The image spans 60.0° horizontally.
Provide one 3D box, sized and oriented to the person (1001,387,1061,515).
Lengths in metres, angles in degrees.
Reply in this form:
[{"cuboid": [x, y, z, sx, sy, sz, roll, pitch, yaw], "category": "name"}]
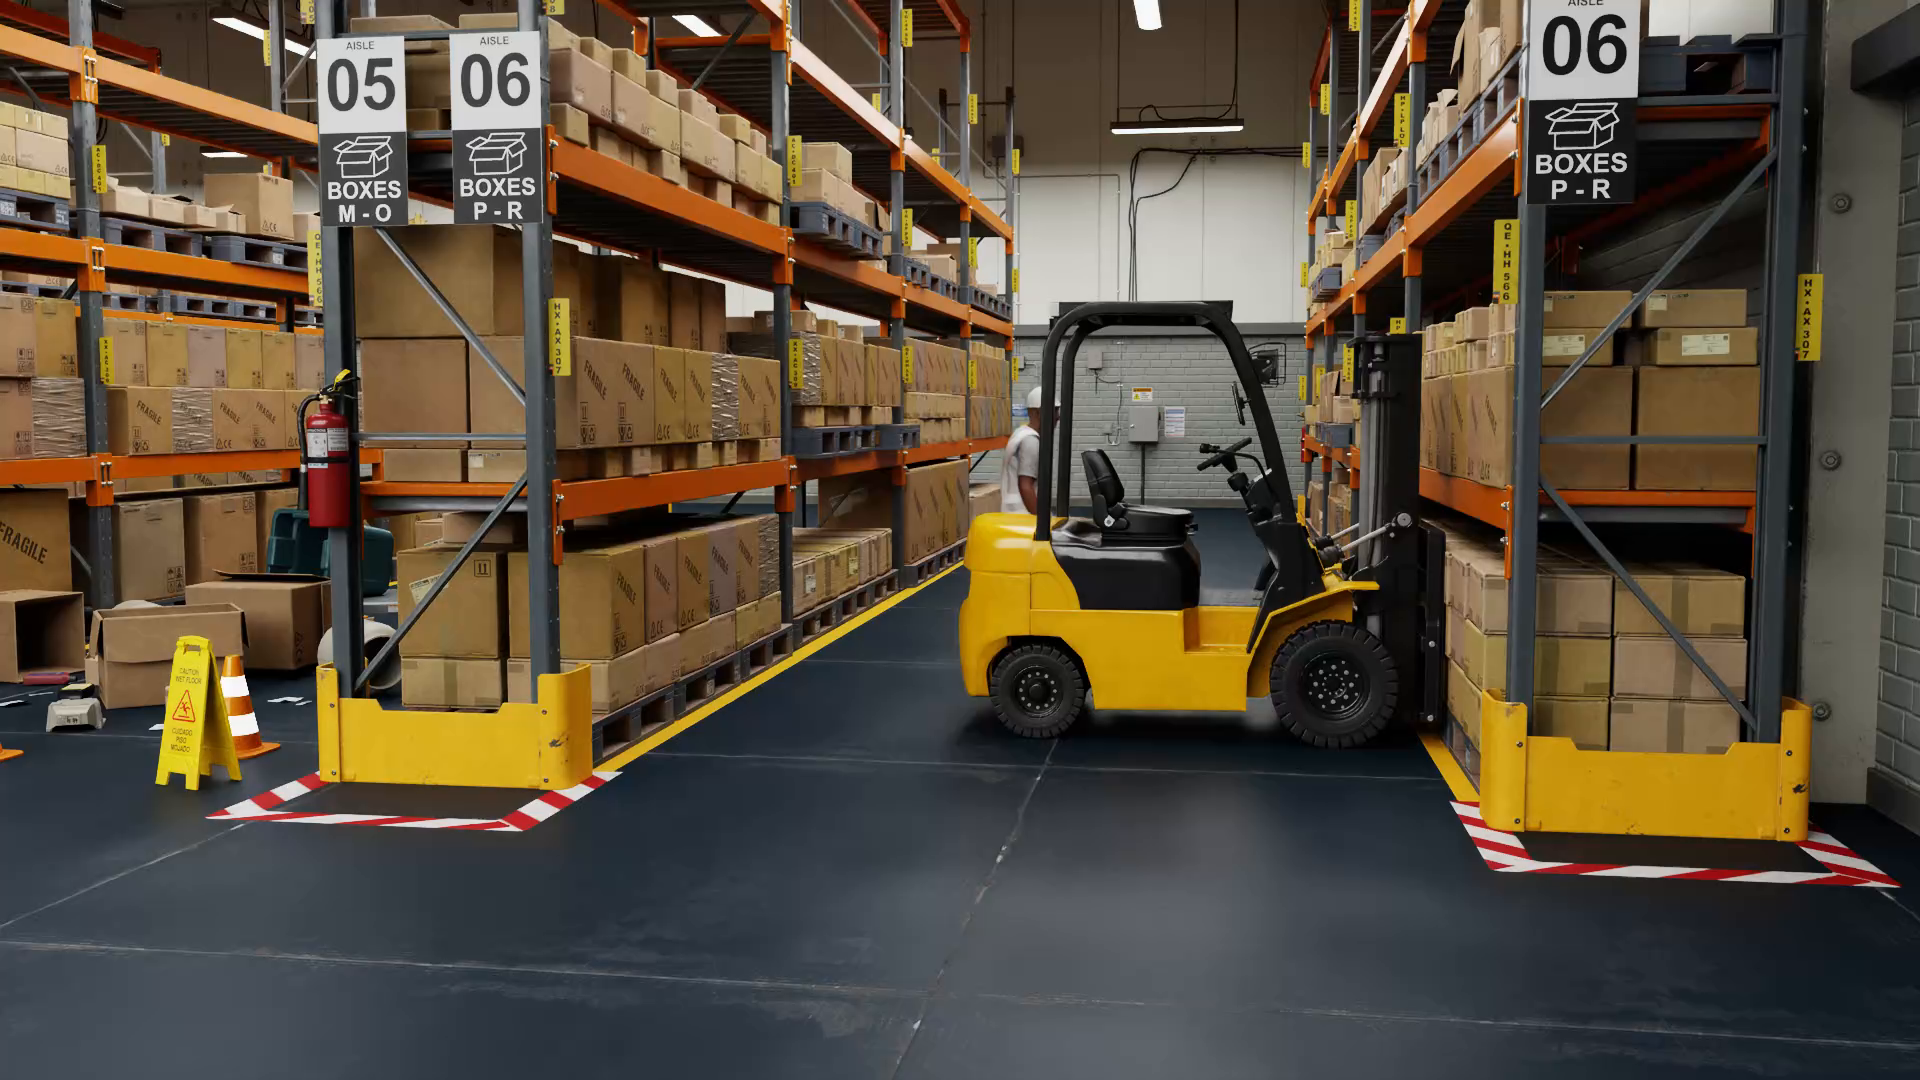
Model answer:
[{"cuboid": [0.479, -0.097, 10.740, 0.426, 1.778, 0.584, 1, 4, 7], "category": "person"}]
